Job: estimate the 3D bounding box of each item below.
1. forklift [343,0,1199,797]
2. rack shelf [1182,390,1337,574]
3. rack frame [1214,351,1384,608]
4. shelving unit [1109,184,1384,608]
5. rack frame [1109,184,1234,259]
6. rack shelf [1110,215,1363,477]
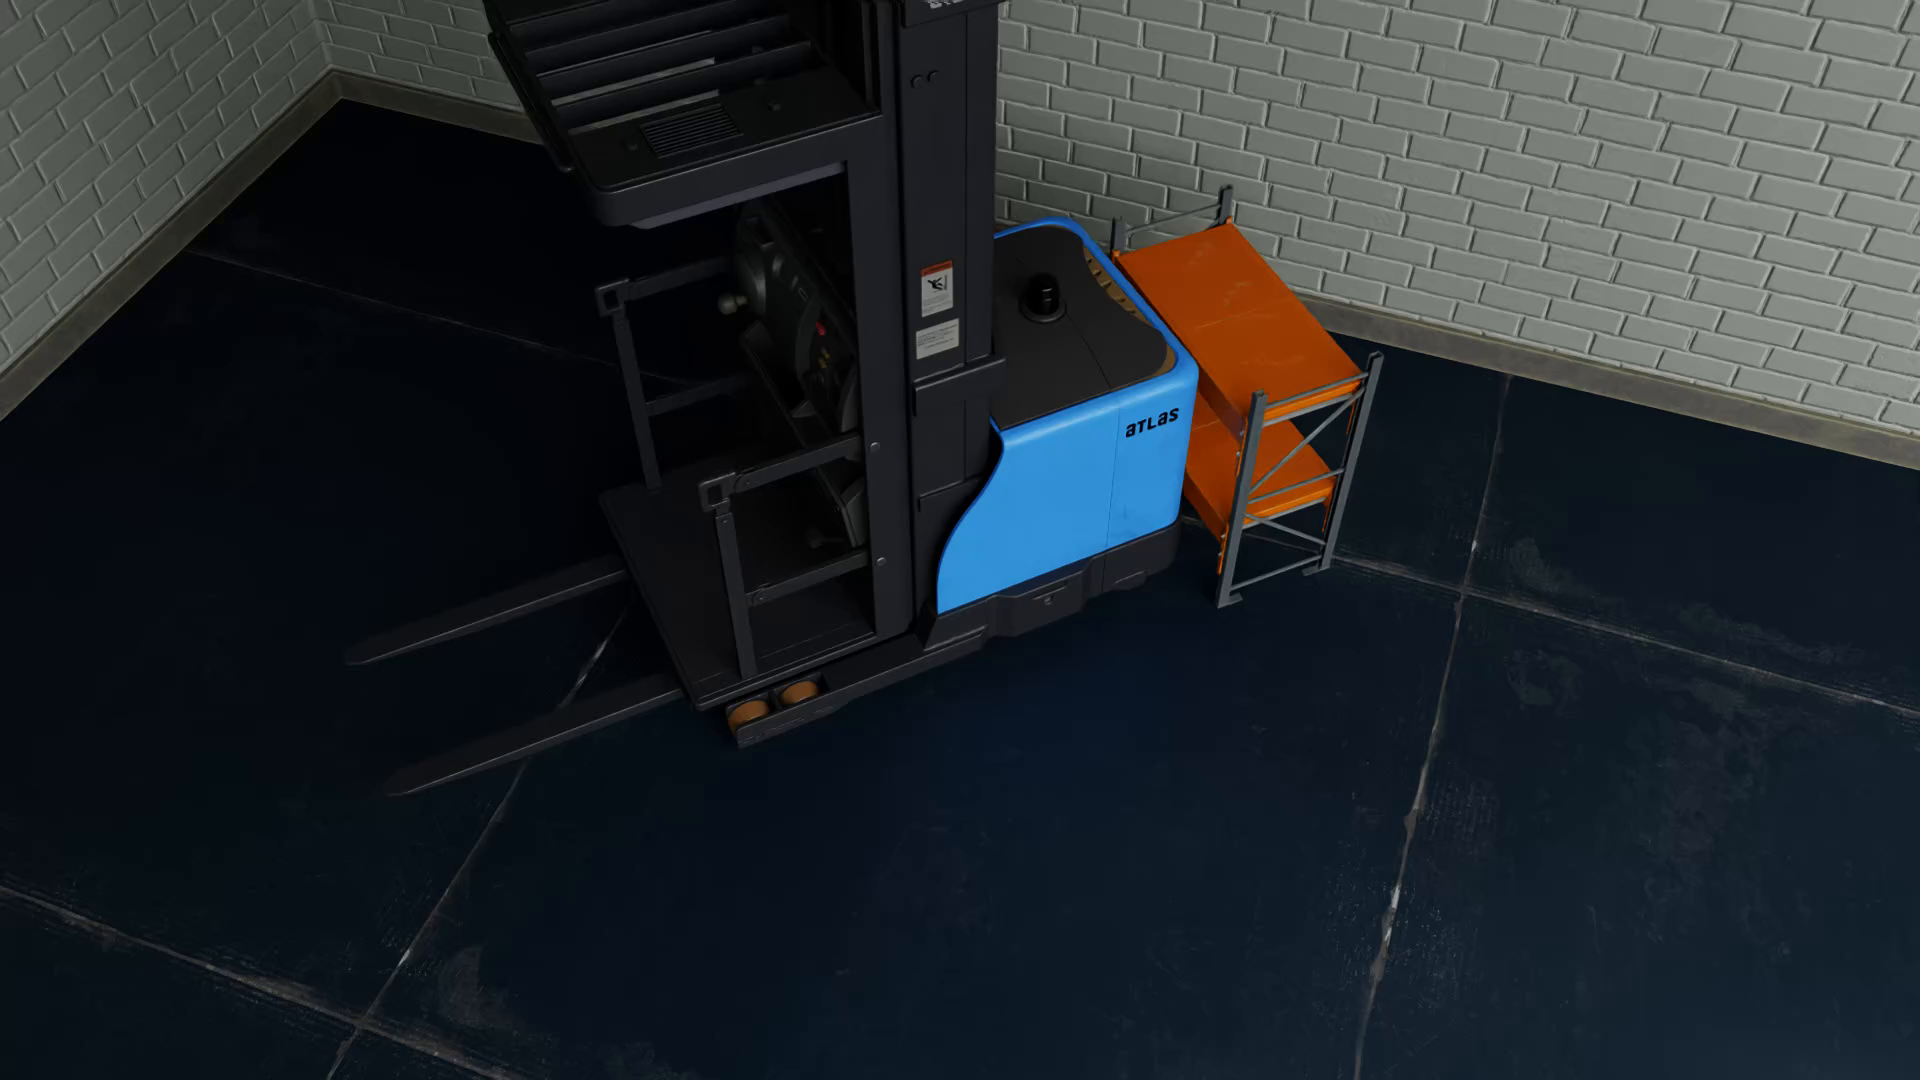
[{"bbox_3d":[-0.711,-0.685,5.271,3.031,2.935,1.130,-20,52,-17],"label":"forklift"},{"bbox_3d":[1.006,-0.383,6.528,0.538,0.278,1.000,-19,52,-15],"label":"rack shelf"},{"bbox_3d":[1.213,-0.192,6.039,0.500,1.125,0.032,-19,52,-15],"label":"rack frame"},{"bbox_3d":[1.006,-0.543,6.343,0.538,1.125,1.048,-19,52,-15],"label":"shelving unit"},{"bbox_3d":[0.800,-0.894,6.647,0.500,1.125,0.032,-19,52,-15],"label":"rack frame"},{"bbox_3d":[1.006,-0.735,6.122,0.538,0.278,1.000,-19,52,-15],"label":"rack shelf"}]
